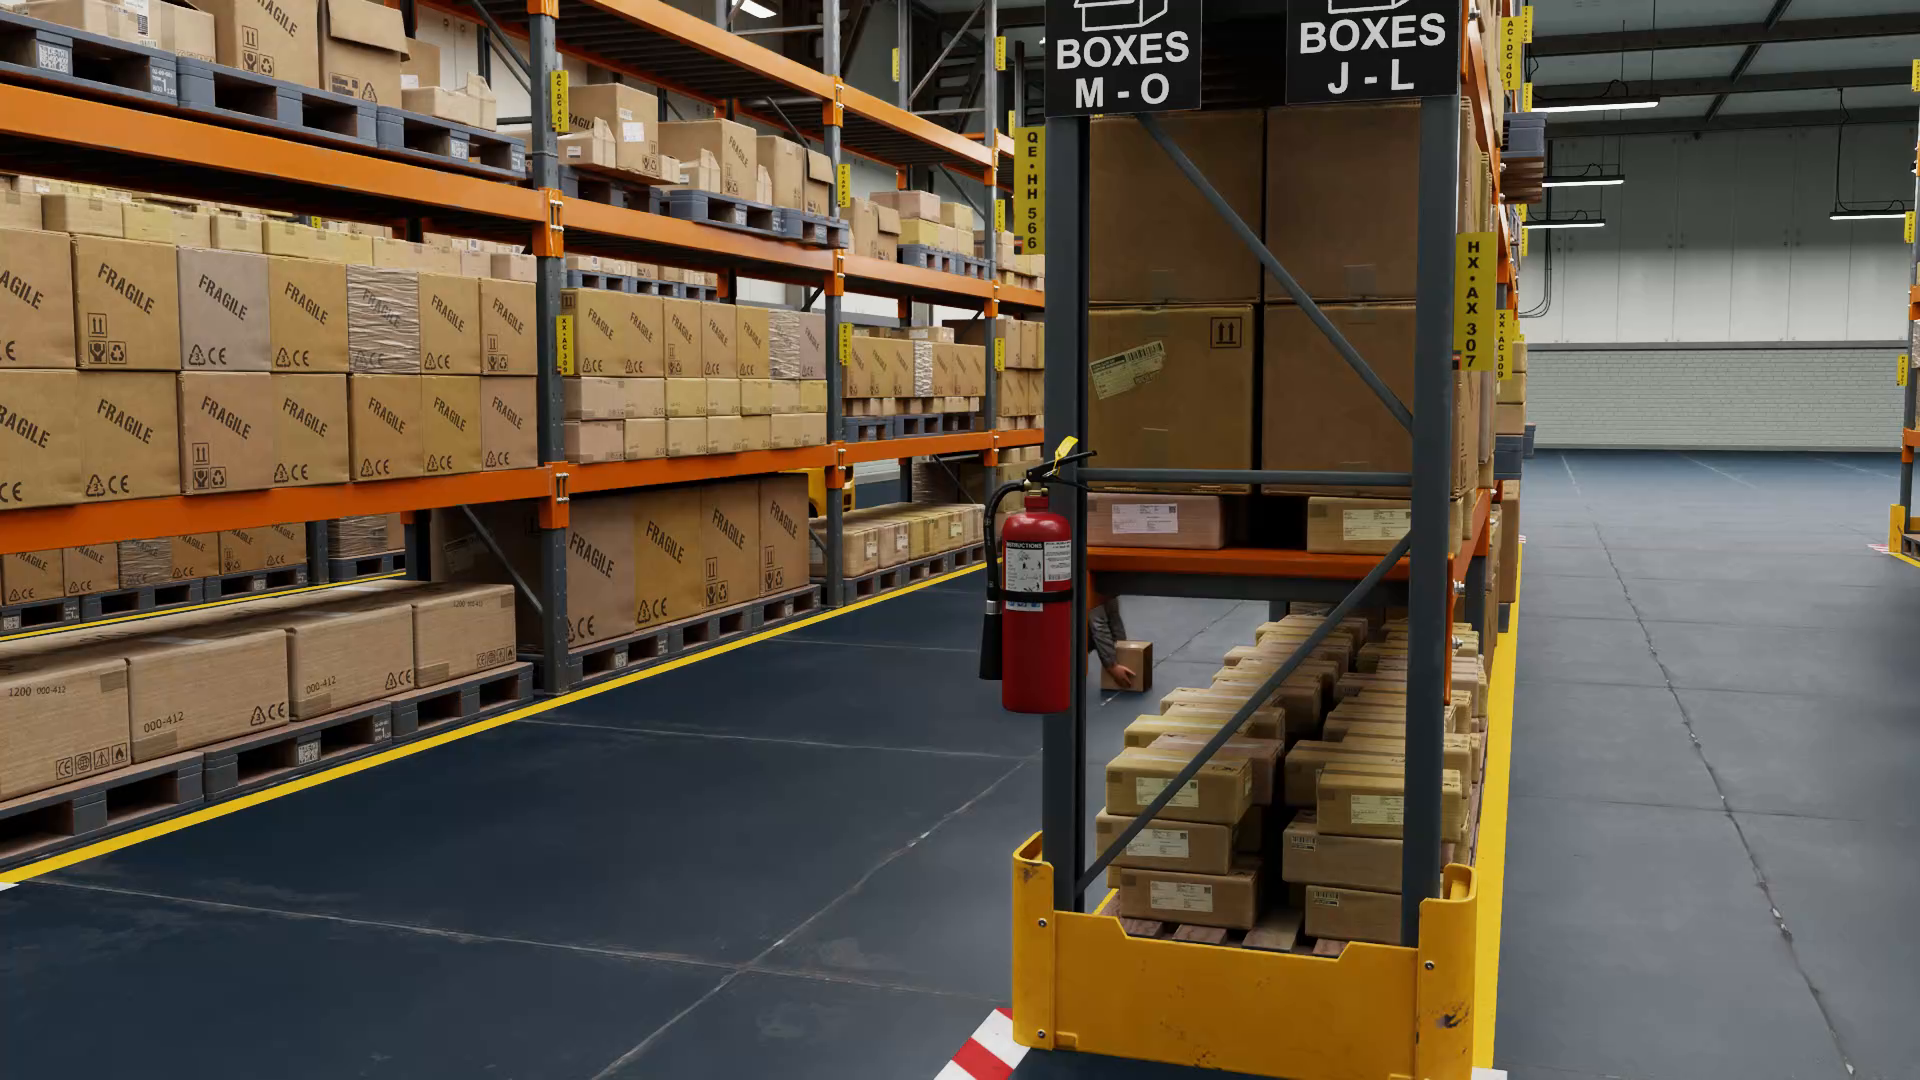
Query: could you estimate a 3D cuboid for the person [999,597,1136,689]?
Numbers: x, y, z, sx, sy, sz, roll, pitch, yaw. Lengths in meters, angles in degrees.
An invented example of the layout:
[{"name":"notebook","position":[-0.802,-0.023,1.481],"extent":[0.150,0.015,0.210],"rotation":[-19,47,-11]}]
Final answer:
[{"name":"person","position":[0.661,0.442,9.770],"extent":[0.876,0.833,0.533],"rotation":[2,5,19]}]
